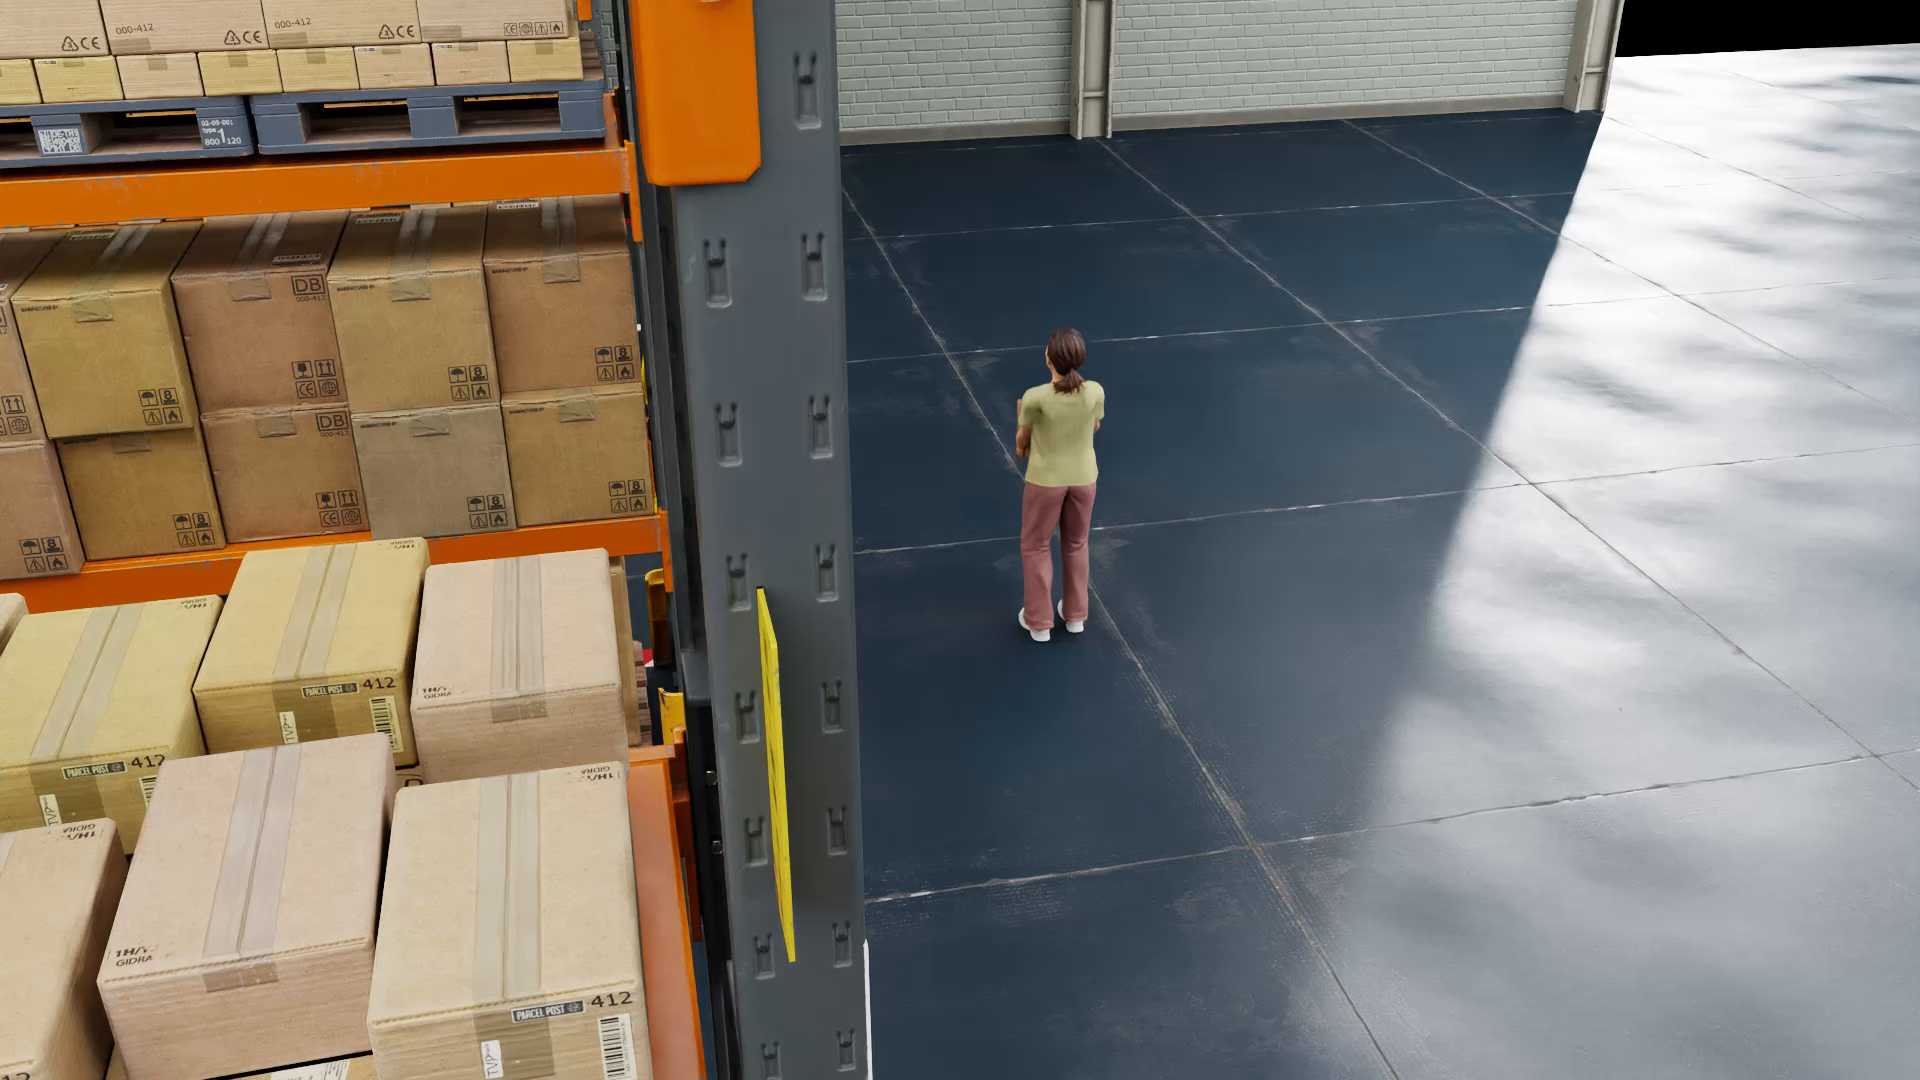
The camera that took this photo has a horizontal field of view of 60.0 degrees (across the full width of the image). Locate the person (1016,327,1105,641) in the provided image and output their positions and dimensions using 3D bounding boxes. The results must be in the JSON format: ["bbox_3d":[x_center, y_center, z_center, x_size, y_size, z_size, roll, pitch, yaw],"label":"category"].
[{"bbox_3d":[0.474,-0.303,8.226,0.428,1.663,0.558,-6,27,-11],"label":"person"}]
